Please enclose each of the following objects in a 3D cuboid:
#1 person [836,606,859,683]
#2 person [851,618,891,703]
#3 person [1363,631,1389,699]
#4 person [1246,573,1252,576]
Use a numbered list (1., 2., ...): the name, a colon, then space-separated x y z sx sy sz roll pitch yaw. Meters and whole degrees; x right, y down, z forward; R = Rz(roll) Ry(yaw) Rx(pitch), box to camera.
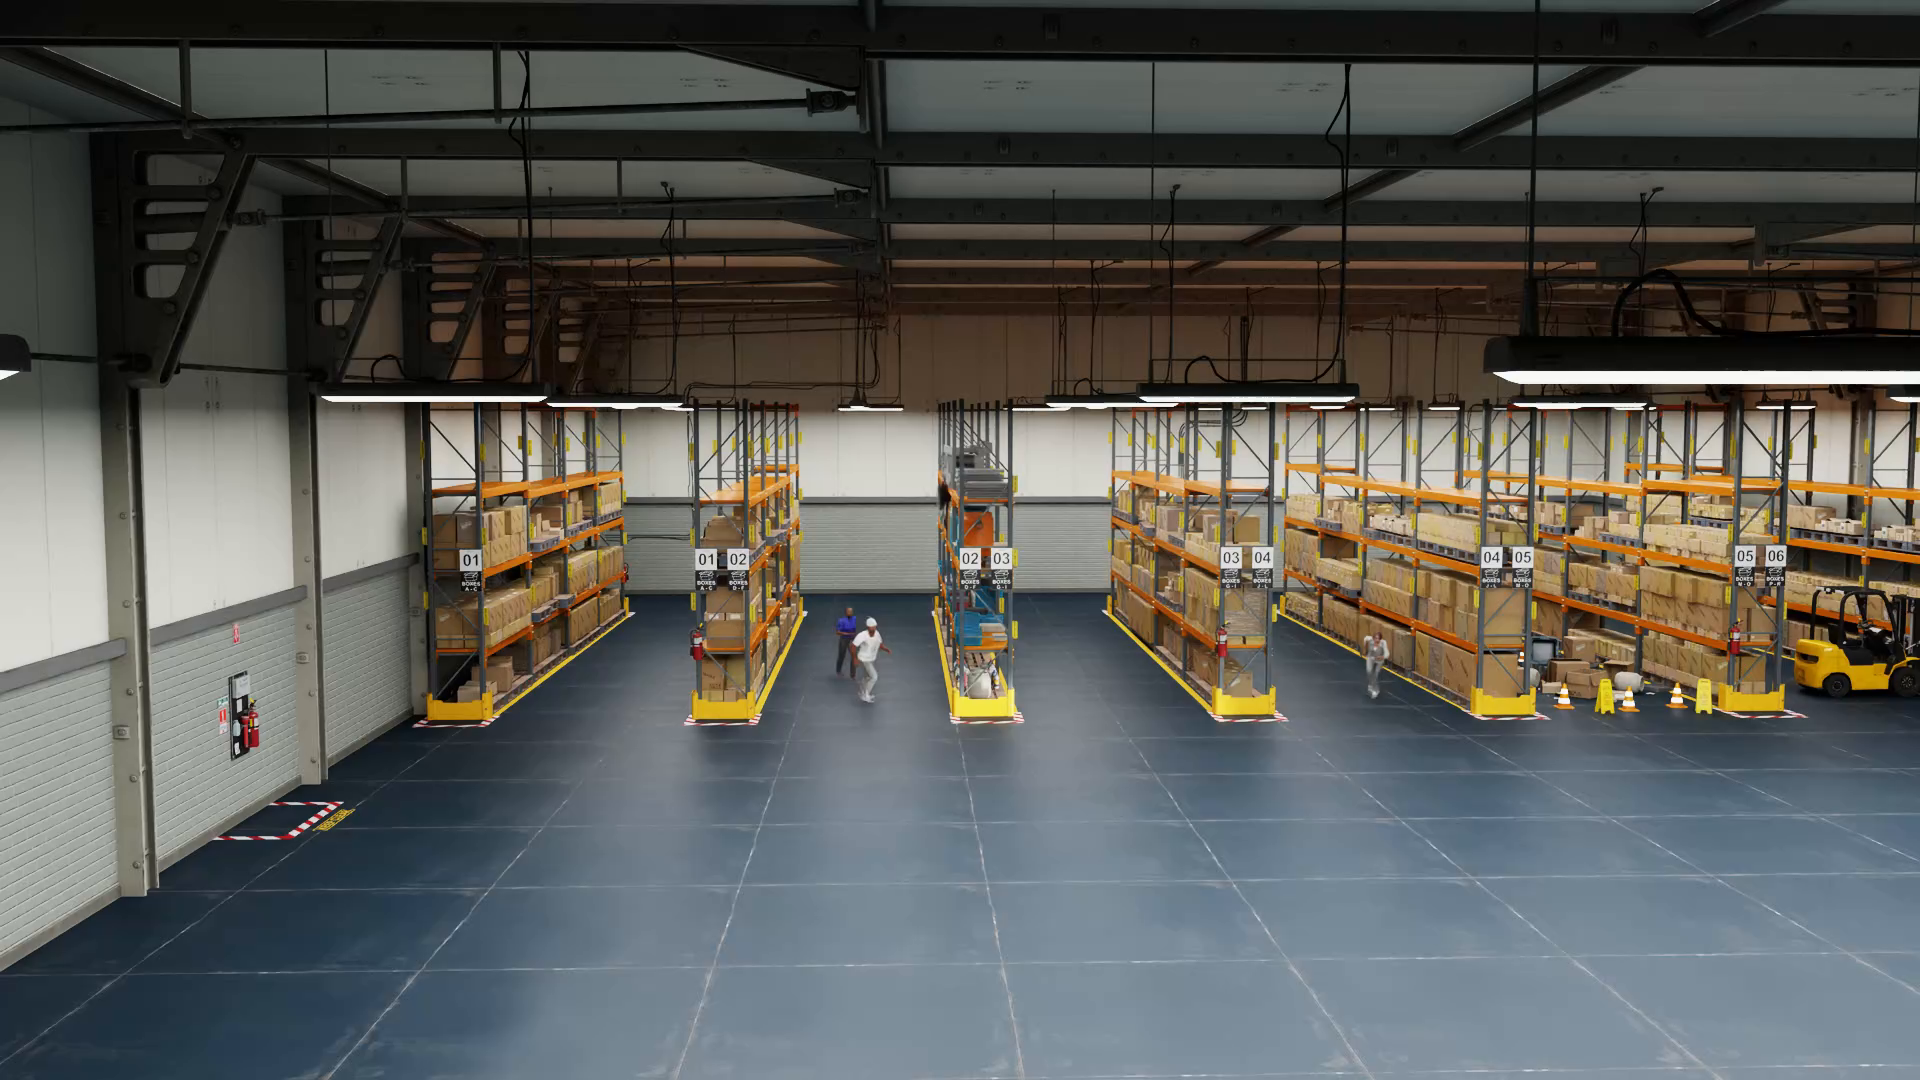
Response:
1. person: -2.420 2.212 35.680 0.574 1.626 0.955 -2 5 -22
2. person: -1.774 2.398 33.065 0.818 1.724 0.690 2 5 27
3. person: 8.438 2.488 33.738 0.525 1.369 1.049 1 4 14
4. person: 7.516 1.526 43.945 0.855 1.681 0.776 2 5 25
